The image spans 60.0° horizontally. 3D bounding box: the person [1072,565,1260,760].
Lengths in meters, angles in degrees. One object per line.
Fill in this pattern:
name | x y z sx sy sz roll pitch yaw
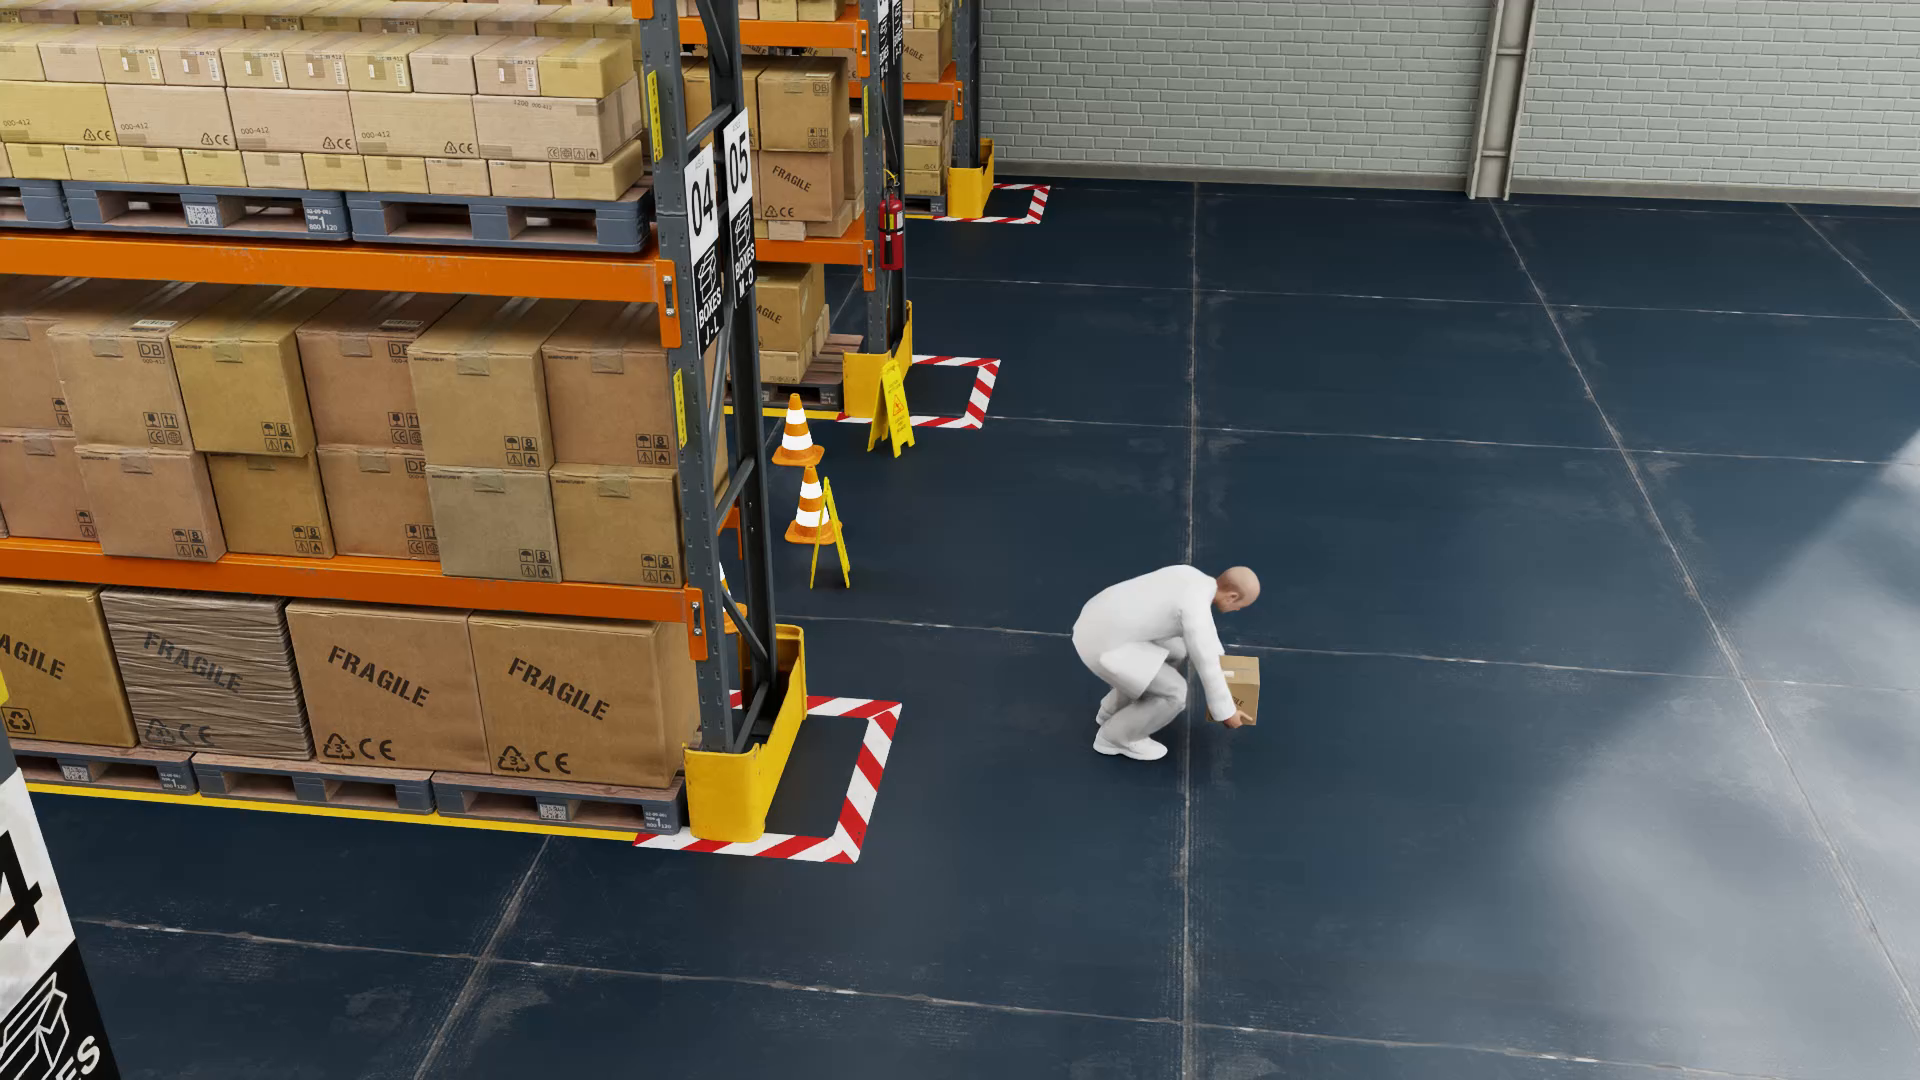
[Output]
person | 1.026 0.587 8.357 0.927 1.008 0.589 2 28 5
